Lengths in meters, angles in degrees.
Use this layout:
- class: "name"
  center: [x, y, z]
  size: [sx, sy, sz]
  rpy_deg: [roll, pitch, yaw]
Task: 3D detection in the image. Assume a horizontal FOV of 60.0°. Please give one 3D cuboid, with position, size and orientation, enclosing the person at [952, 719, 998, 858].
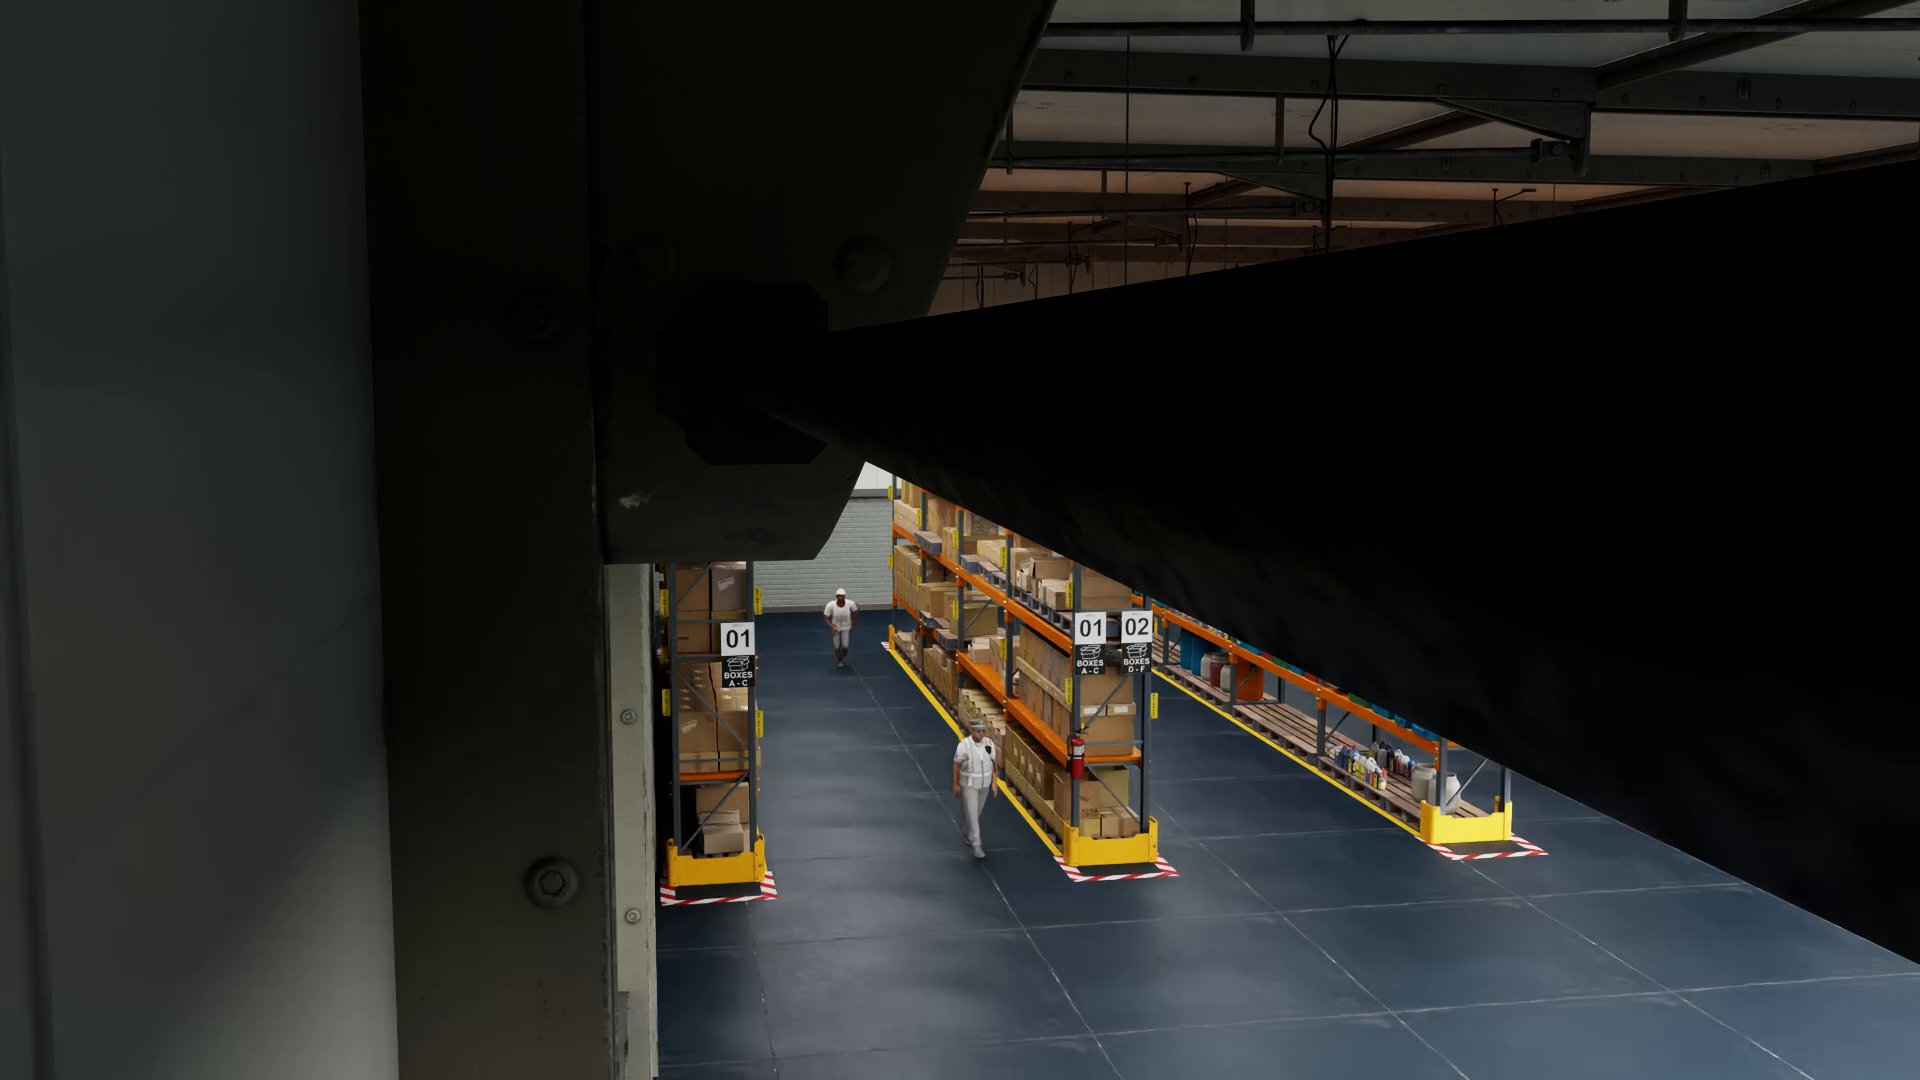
- class: "person"
  center: [0.236, 3.146, 21.393]
  size: [0.579, 1.709, 0.973]
  rpy_deg: [-4, 7, -31]

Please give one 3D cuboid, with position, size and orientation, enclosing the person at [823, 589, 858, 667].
- class: "person"
  center: [-2.444, 1.810, 34.162]
  size: [0.707, 1.671, 0.693]
  rpy_deg: [0, 6, -1]
